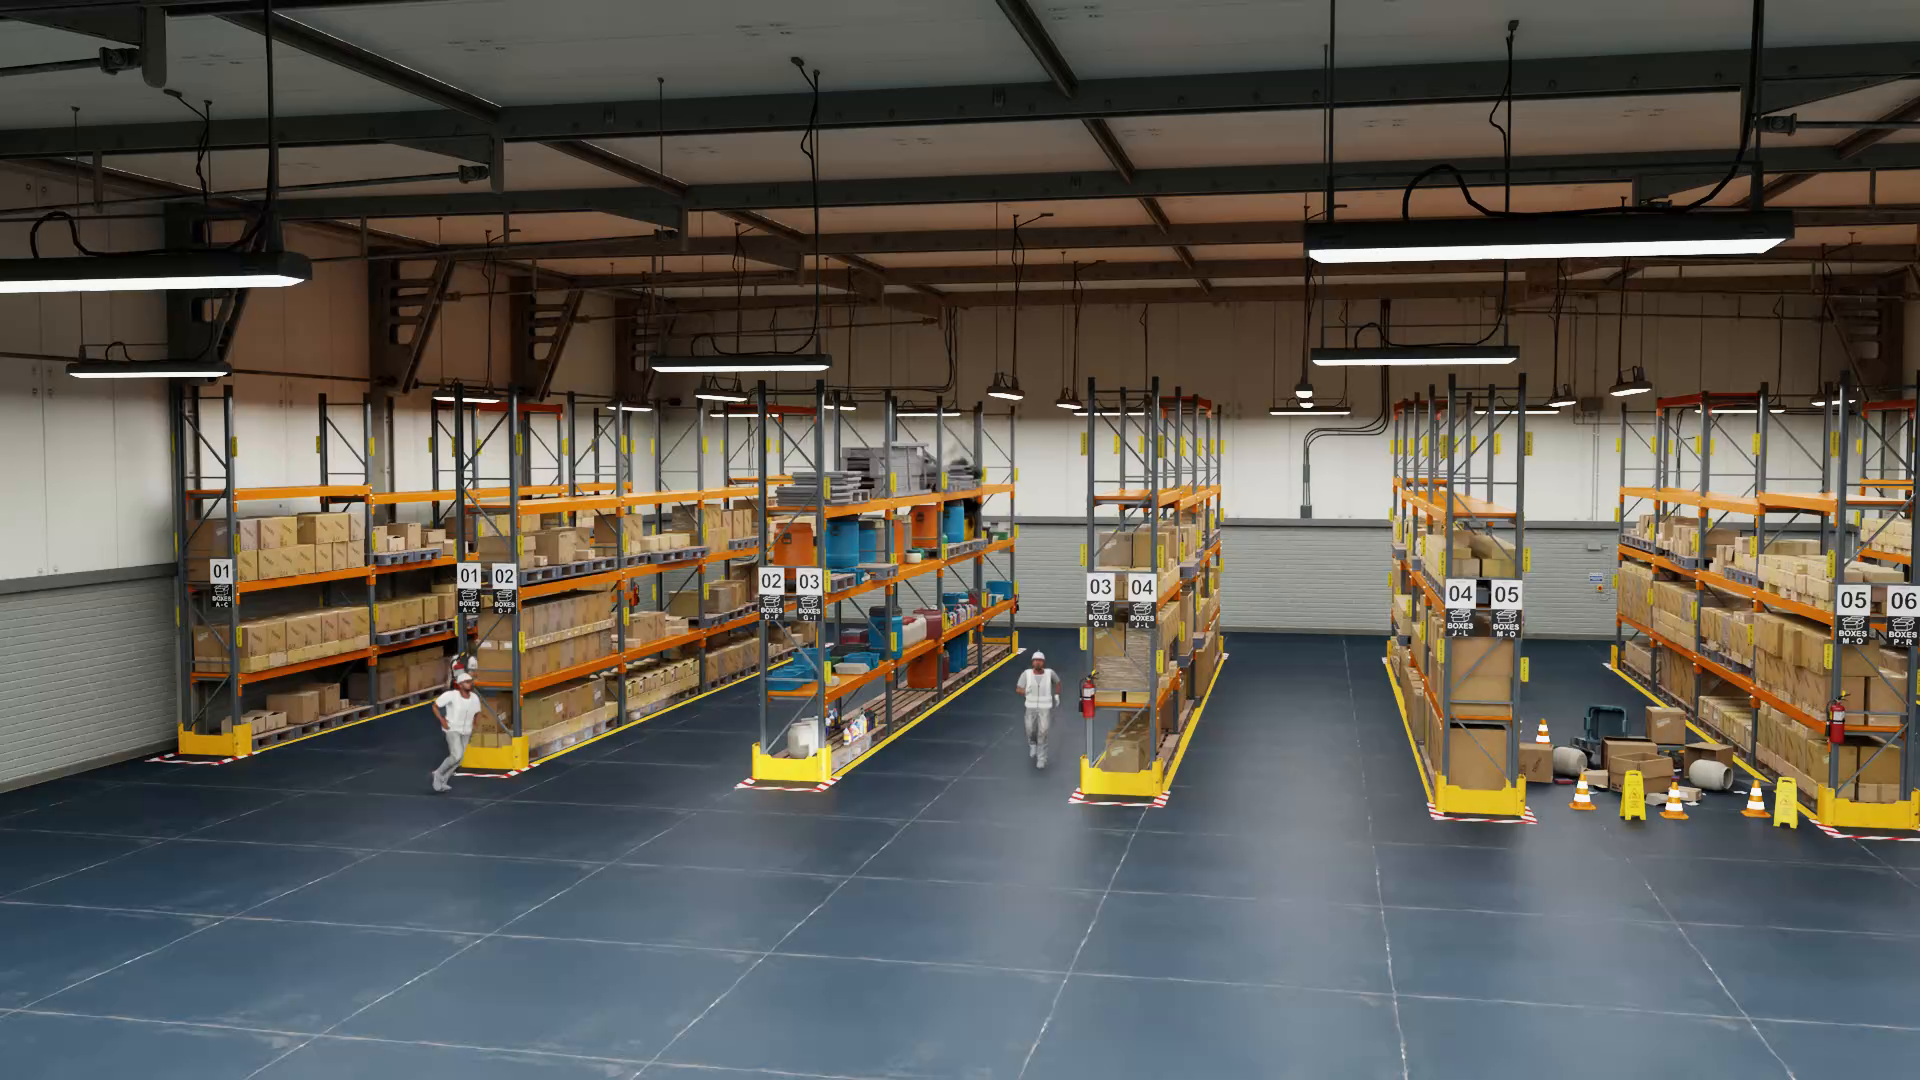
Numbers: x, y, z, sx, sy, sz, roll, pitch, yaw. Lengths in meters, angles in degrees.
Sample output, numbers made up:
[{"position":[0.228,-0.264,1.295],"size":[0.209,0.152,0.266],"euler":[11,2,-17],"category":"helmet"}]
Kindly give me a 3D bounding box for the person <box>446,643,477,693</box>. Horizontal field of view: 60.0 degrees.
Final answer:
[{"position":[-8.500,2.575,28.385],"size":[0.590,1.709,0.816],"euler":[0,3,0],"category":"person"}]

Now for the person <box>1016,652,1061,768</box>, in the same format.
[{"position":[1.231,2.633,26.098],"size":[0.694,1.759,0.979],"euler":[0,3,7],"category":"person"}]

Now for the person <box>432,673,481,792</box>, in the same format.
[{"position":[-7.281,2.787,24.196],"size":[0.589,1.689,0.744],"euler":[3,4,39],"category":"person"}]
